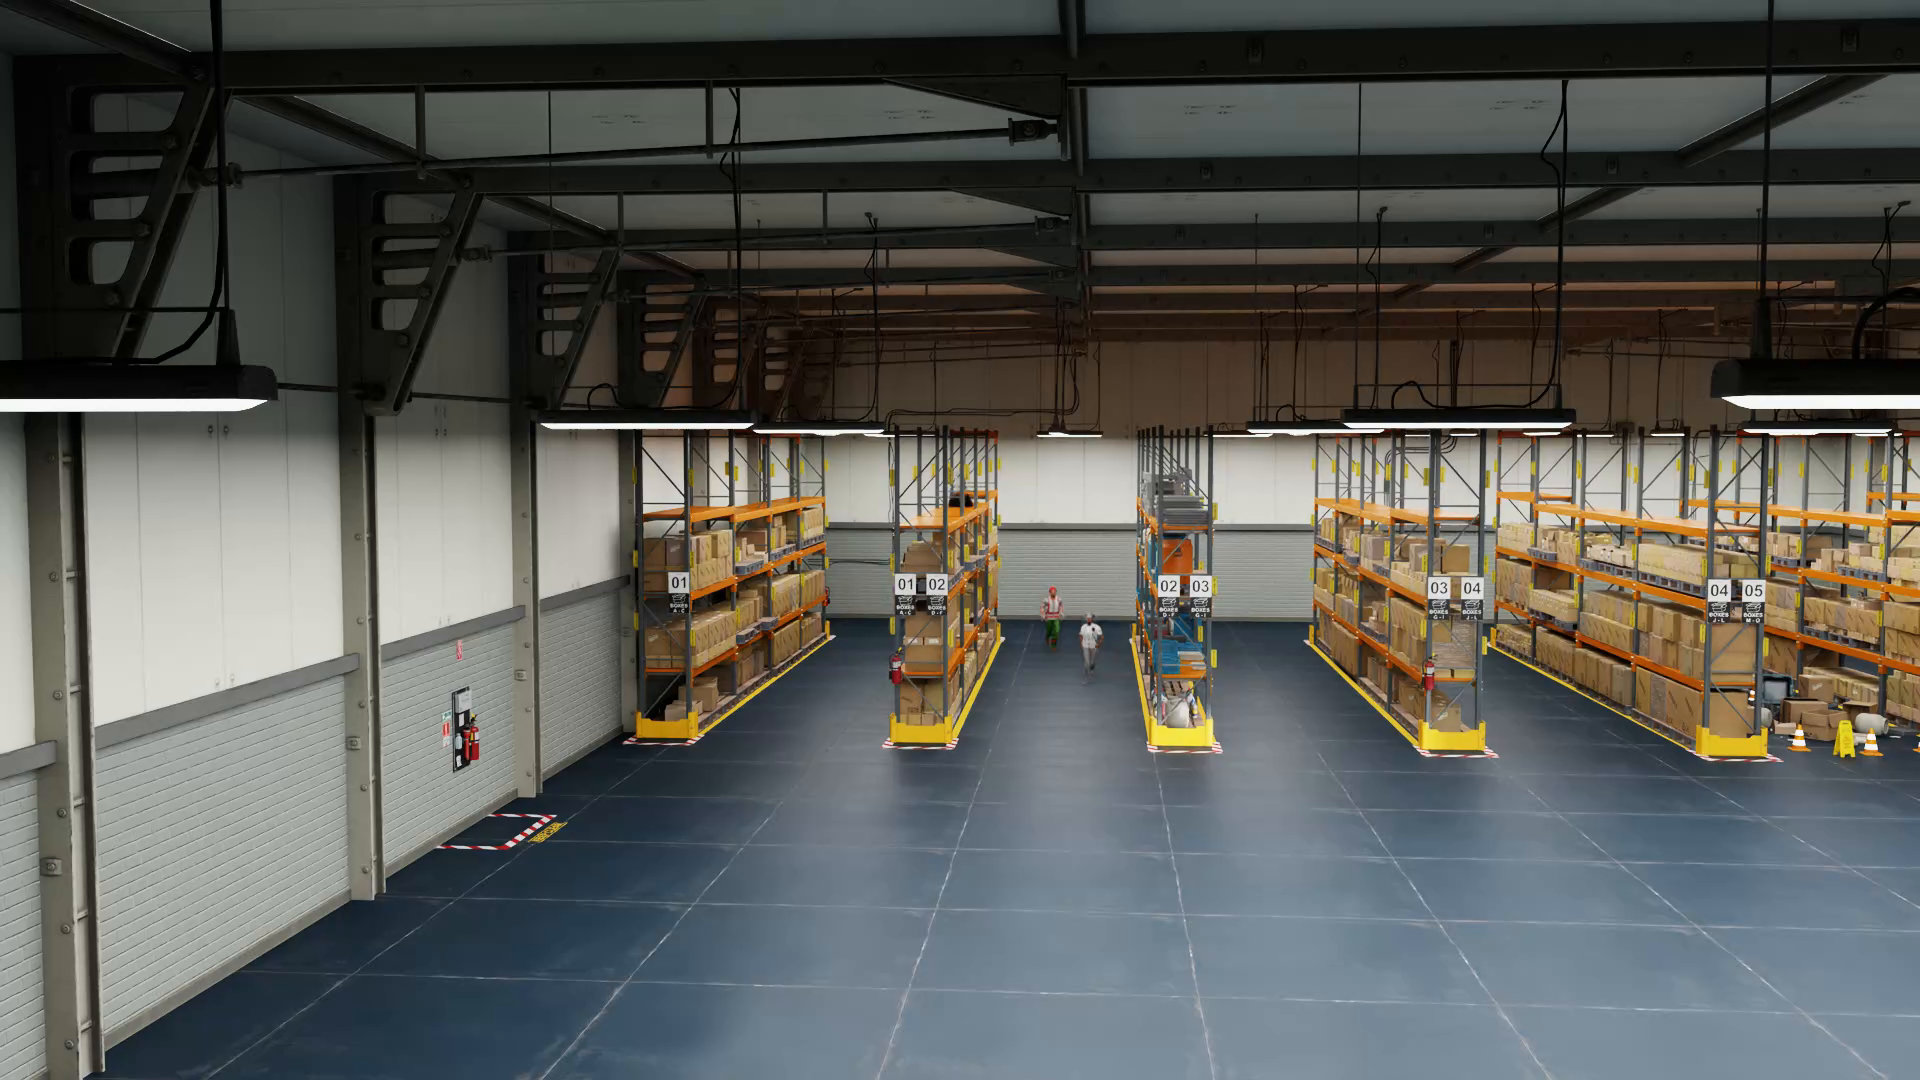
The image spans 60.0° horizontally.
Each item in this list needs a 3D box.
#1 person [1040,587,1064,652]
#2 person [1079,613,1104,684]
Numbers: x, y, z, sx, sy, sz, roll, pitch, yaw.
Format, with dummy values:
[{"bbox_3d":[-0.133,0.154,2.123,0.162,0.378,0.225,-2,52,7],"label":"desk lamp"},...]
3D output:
[{"bbox_3d":[2.517,2.140,45.287,0.668,1.740,0.750,-1,3,-9],"label":"person"},{"bbox_3d":[3.101,2.542,39.316,0.597,1.692,0.631,1,4,14],"label":"person"}]
